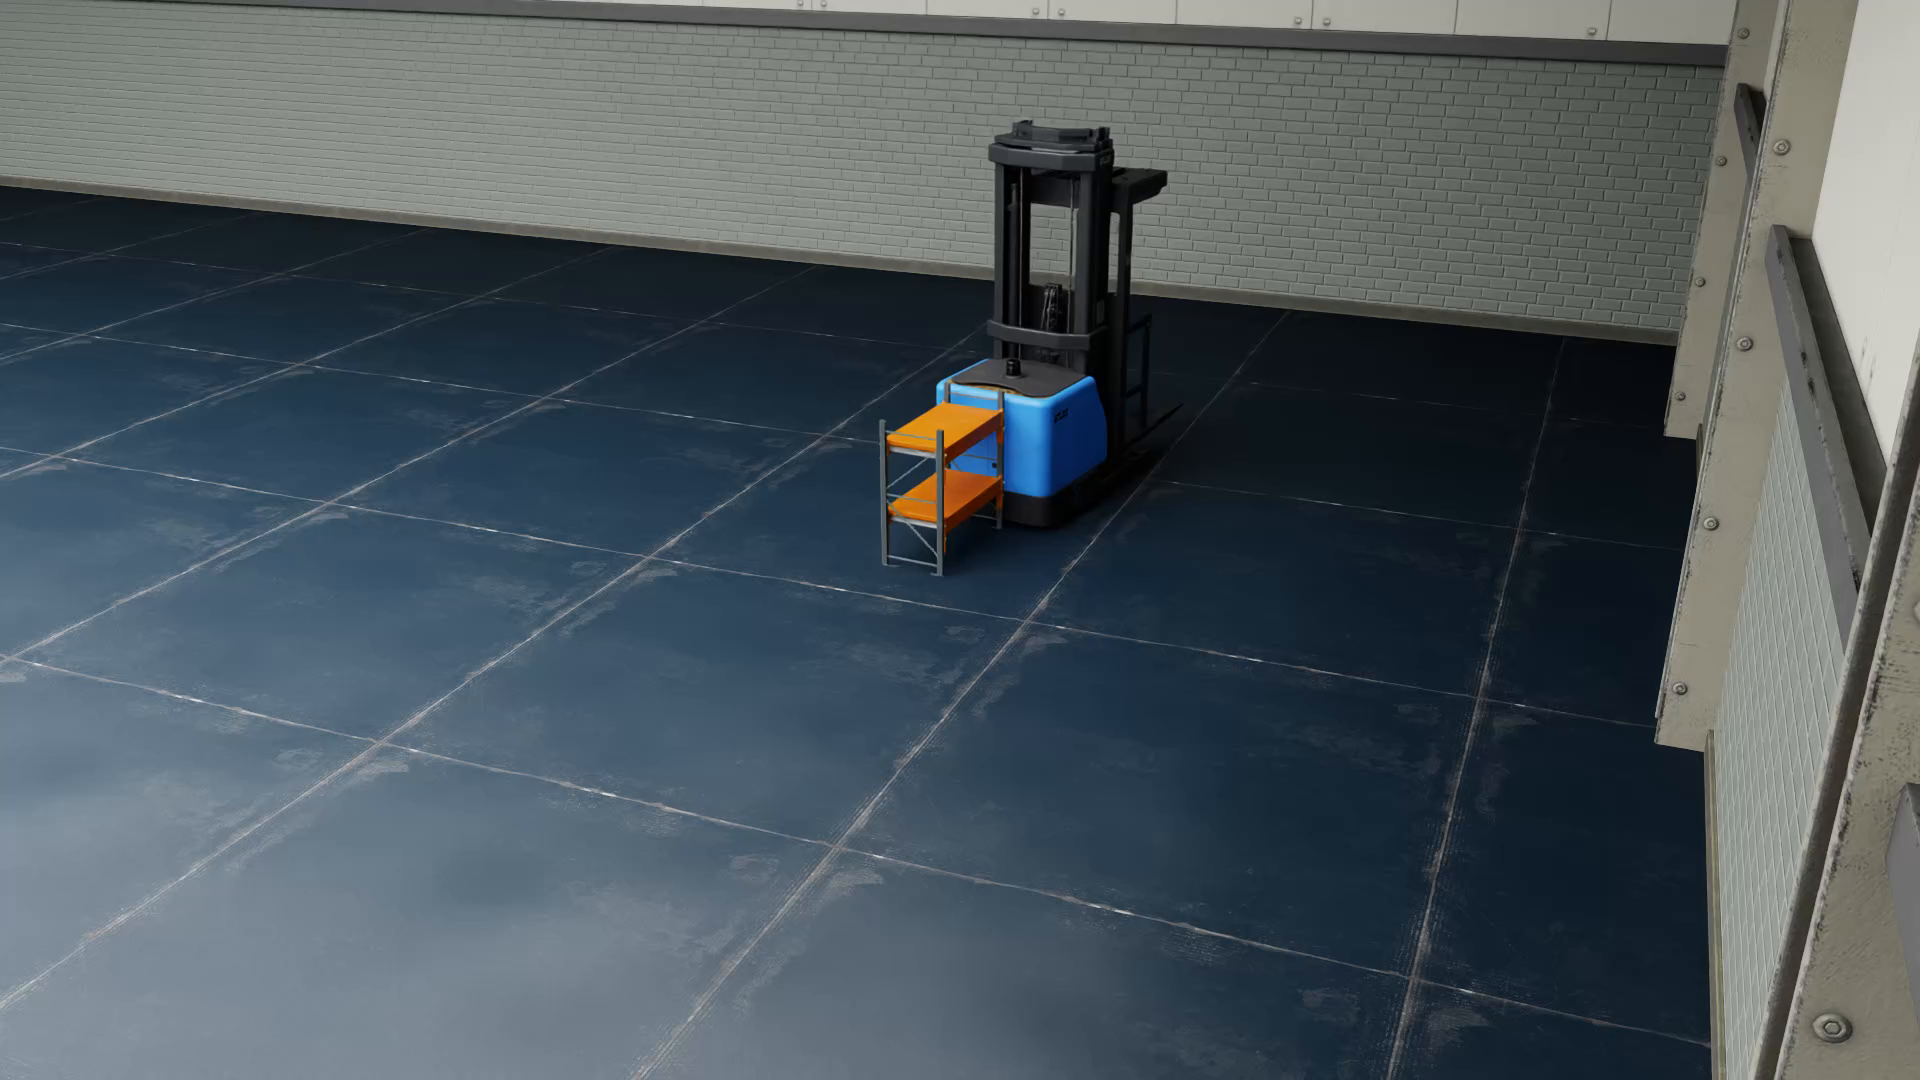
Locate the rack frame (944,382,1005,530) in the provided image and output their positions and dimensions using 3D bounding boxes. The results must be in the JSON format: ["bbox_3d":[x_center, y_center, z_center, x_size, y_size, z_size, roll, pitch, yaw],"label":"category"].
[{"bbox_3d":[0.105,-0.644,12.832,0.500,1.125,0.032,11,25,24],"label":"rack frame"}]

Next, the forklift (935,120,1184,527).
[{"bbox_3d":[0.987,-1.977,13.680,1.130,2.935,3.031,13,26,28],"label":"forklift"}]

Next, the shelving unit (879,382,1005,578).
[{"bbox_3d":[-0.120,-0.468,12.412,0.538,1.125,1.048,11,25,24],"label":"shelving unit"}]

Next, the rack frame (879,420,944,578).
[{"bbox_3d":[-0.345,-0.293,11.991,0.500,1.125,0.032,11,25,24],"label":"rack frame"}]

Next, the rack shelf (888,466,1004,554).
[{"bbox_3d":[-0.120,-0.243,12.506,0.538,0.278,1.000,11,25,24],"label":"rack shelf"}]

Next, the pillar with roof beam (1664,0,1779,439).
[{"bbox_3d":[2.568,-5.759,14.862,9.100,9.000,0.400,9,24,20],"label":"pillar with roof beam"}]

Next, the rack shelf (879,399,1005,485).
[{"bbox_3d":[-0.120,-0.738,12.299,0.538,0.278,1.000,11,25,24],"label":"rack shelf"}]

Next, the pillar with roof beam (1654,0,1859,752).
[{"bbox_3d":[0.340,-3.612,9.721,9.100,9.000,0.400,9,24,20],"label":"pillar with roof beam"}]
